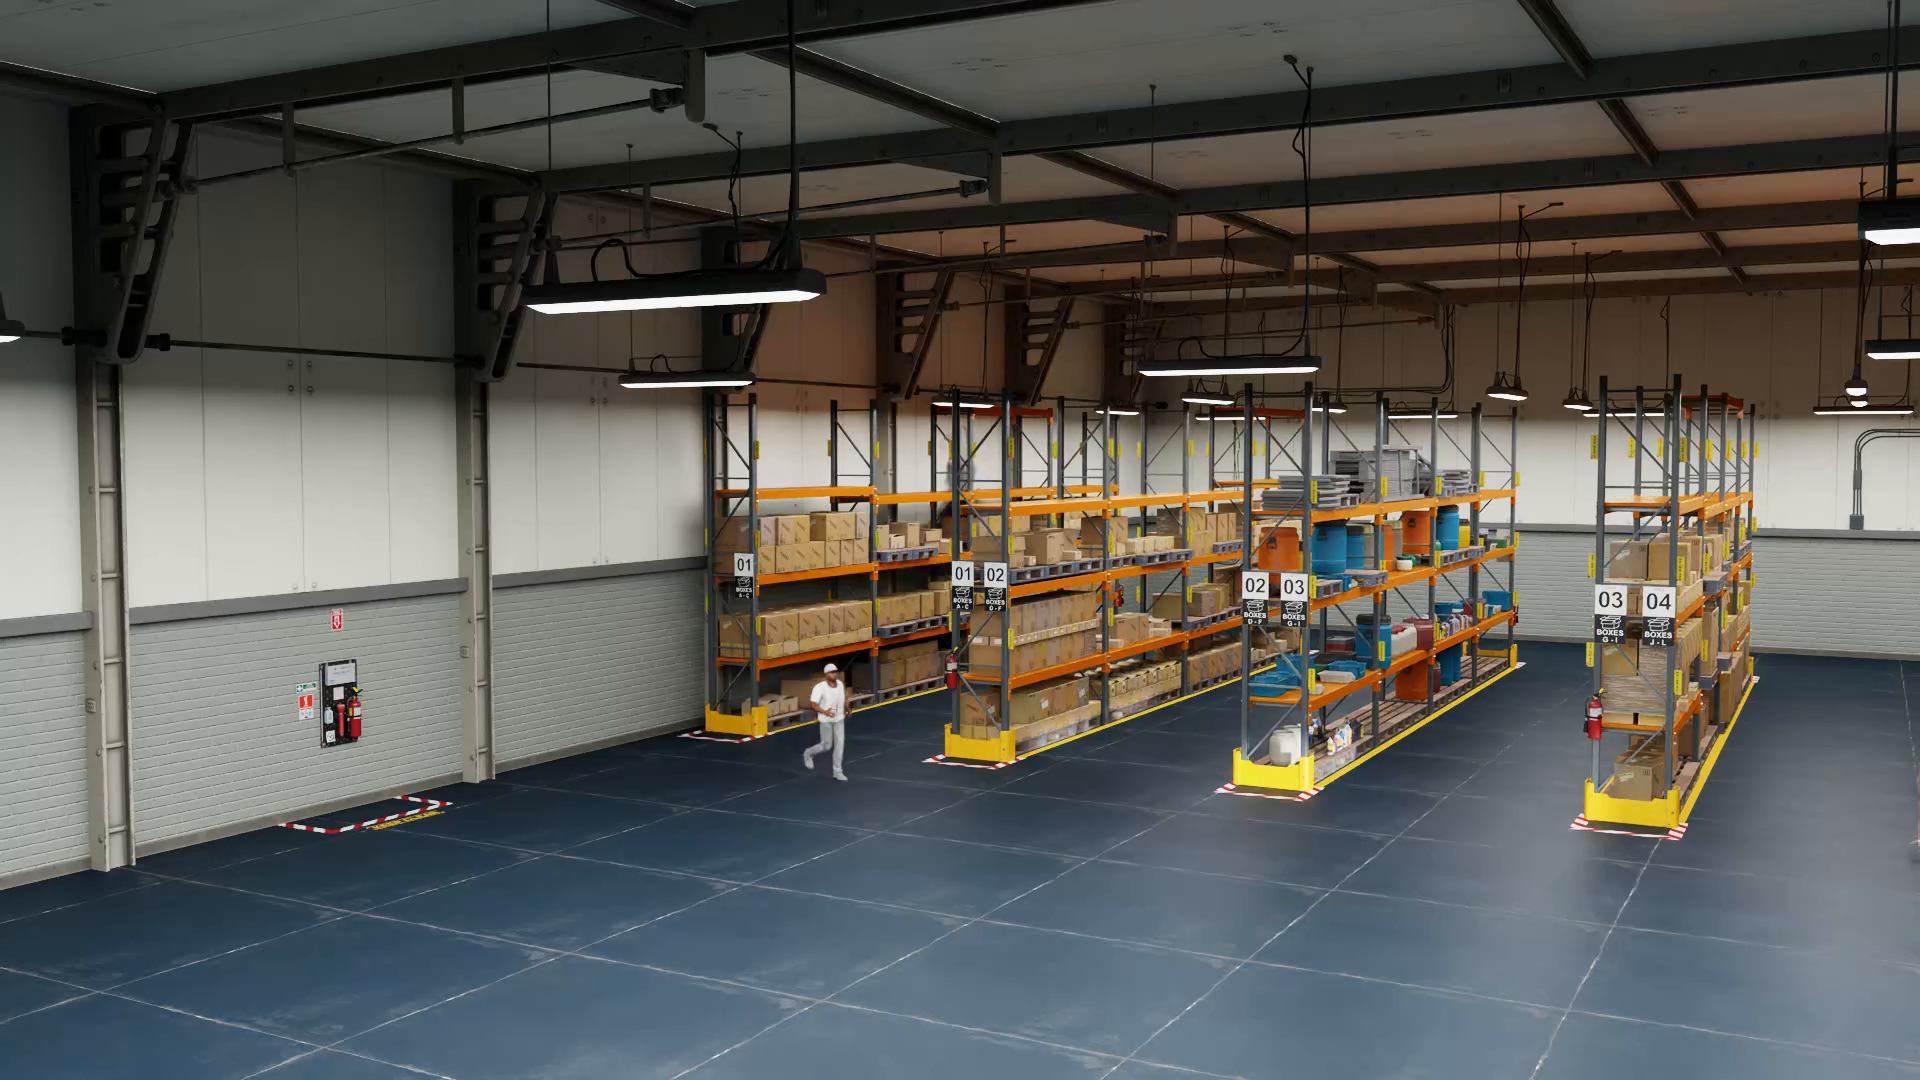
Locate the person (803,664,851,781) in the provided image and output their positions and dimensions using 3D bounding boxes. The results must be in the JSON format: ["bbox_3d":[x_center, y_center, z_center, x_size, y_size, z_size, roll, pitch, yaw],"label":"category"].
[{"bbox_3d":[-1.999,2.762,25.414,0.708,1.763,0.887,-3,4,-40],"label":"person"}]
